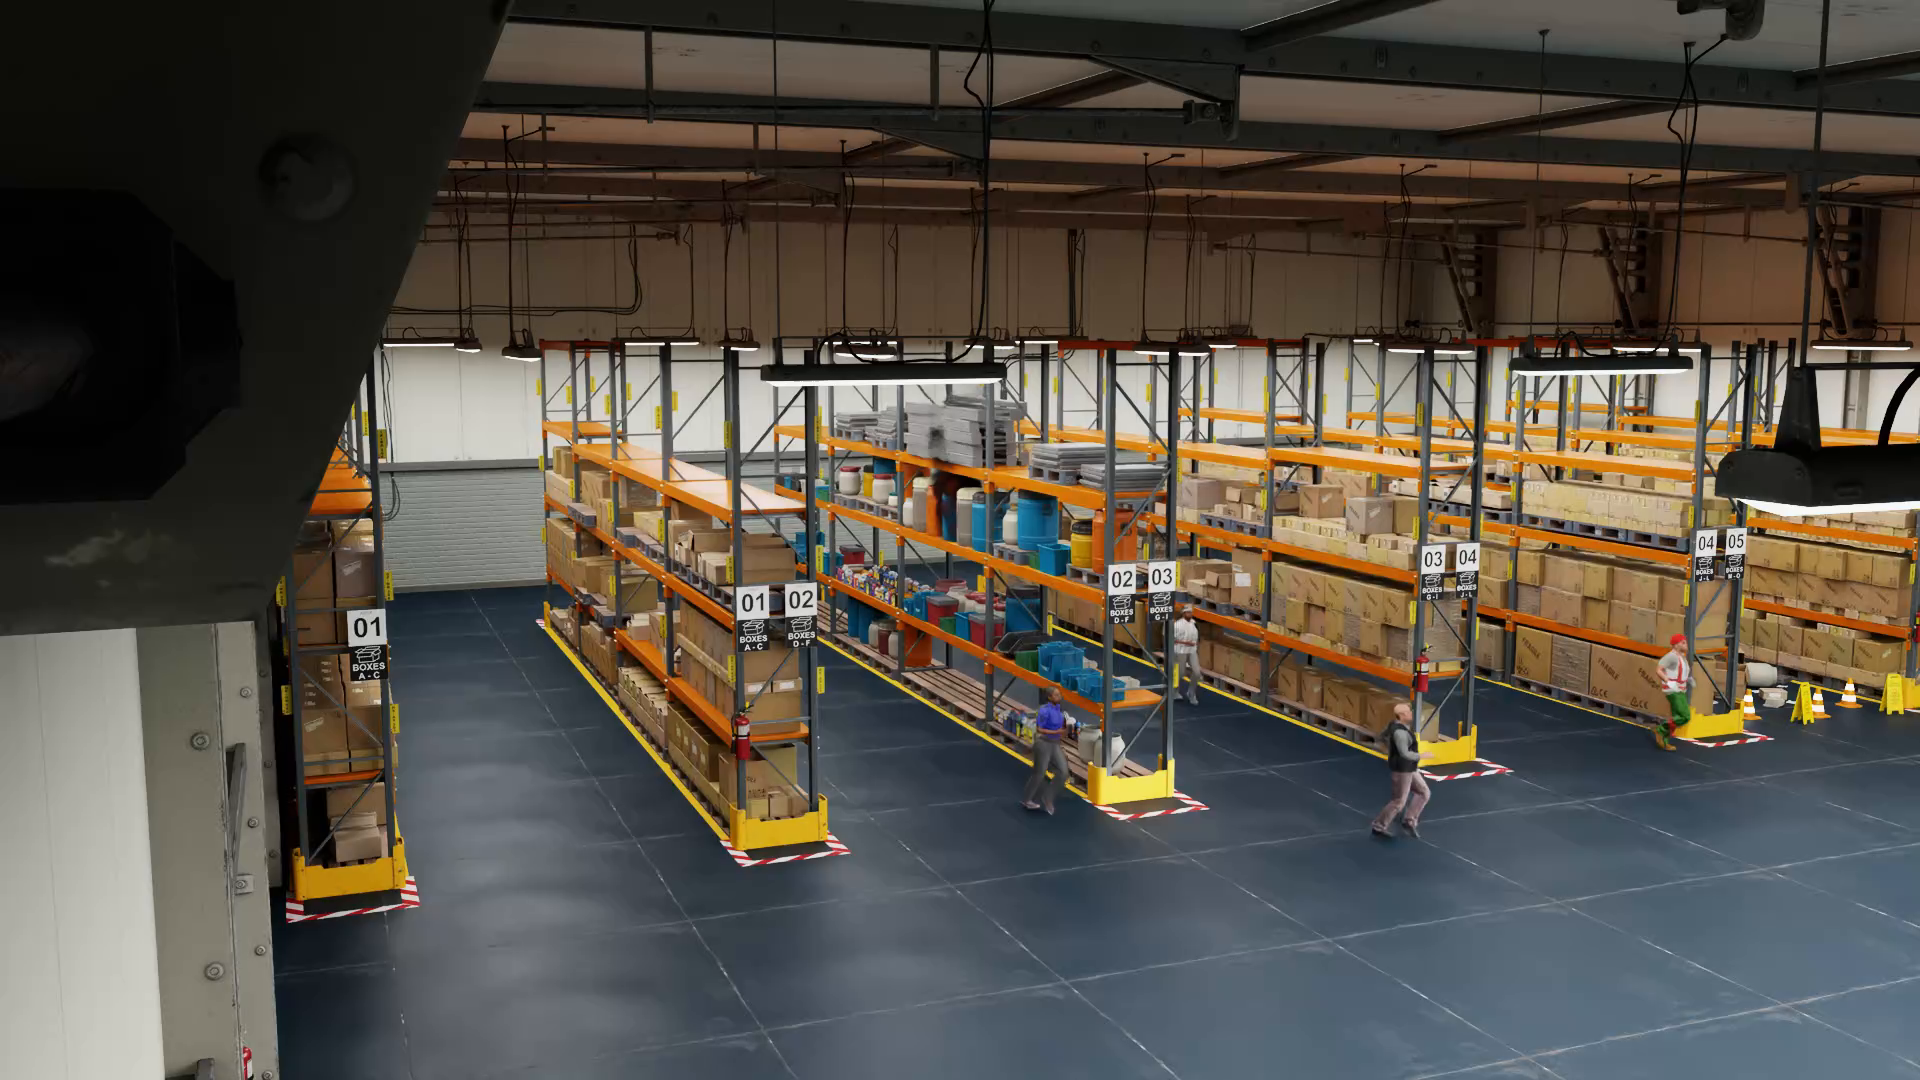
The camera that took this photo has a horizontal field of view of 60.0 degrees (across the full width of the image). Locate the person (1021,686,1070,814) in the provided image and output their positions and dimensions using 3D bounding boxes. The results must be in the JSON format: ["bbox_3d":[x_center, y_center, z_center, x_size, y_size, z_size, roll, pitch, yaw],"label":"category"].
[{"bbox_3d":[1.182,2.734,21.620,0.693,1.682,0.580,6,10,40],"label":"person"}]

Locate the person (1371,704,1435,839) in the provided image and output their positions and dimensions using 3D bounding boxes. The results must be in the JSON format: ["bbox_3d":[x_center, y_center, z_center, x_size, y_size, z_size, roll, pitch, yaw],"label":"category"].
[{"bbox_3d":[5.446,2.856,20.438,0.726,1.737,0.662,2,8,14],"label":"person"}]

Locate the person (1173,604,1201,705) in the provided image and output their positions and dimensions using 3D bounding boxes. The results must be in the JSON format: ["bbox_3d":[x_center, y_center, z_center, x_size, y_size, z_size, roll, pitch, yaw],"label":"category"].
[{"bbox_3d":[3.769,1.913,27.742,0.566,1.741,0.727,-3,8,-24],"label":"person"}]

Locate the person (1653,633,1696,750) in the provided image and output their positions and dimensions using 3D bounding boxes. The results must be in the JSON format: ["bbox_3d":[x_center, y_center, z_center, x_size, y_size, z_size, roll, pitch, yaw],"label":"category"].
[{"bbox_3d":[10.661,2.256,24.723,0.521,1.738,0.696,7,10,42],"label":"person"}]
